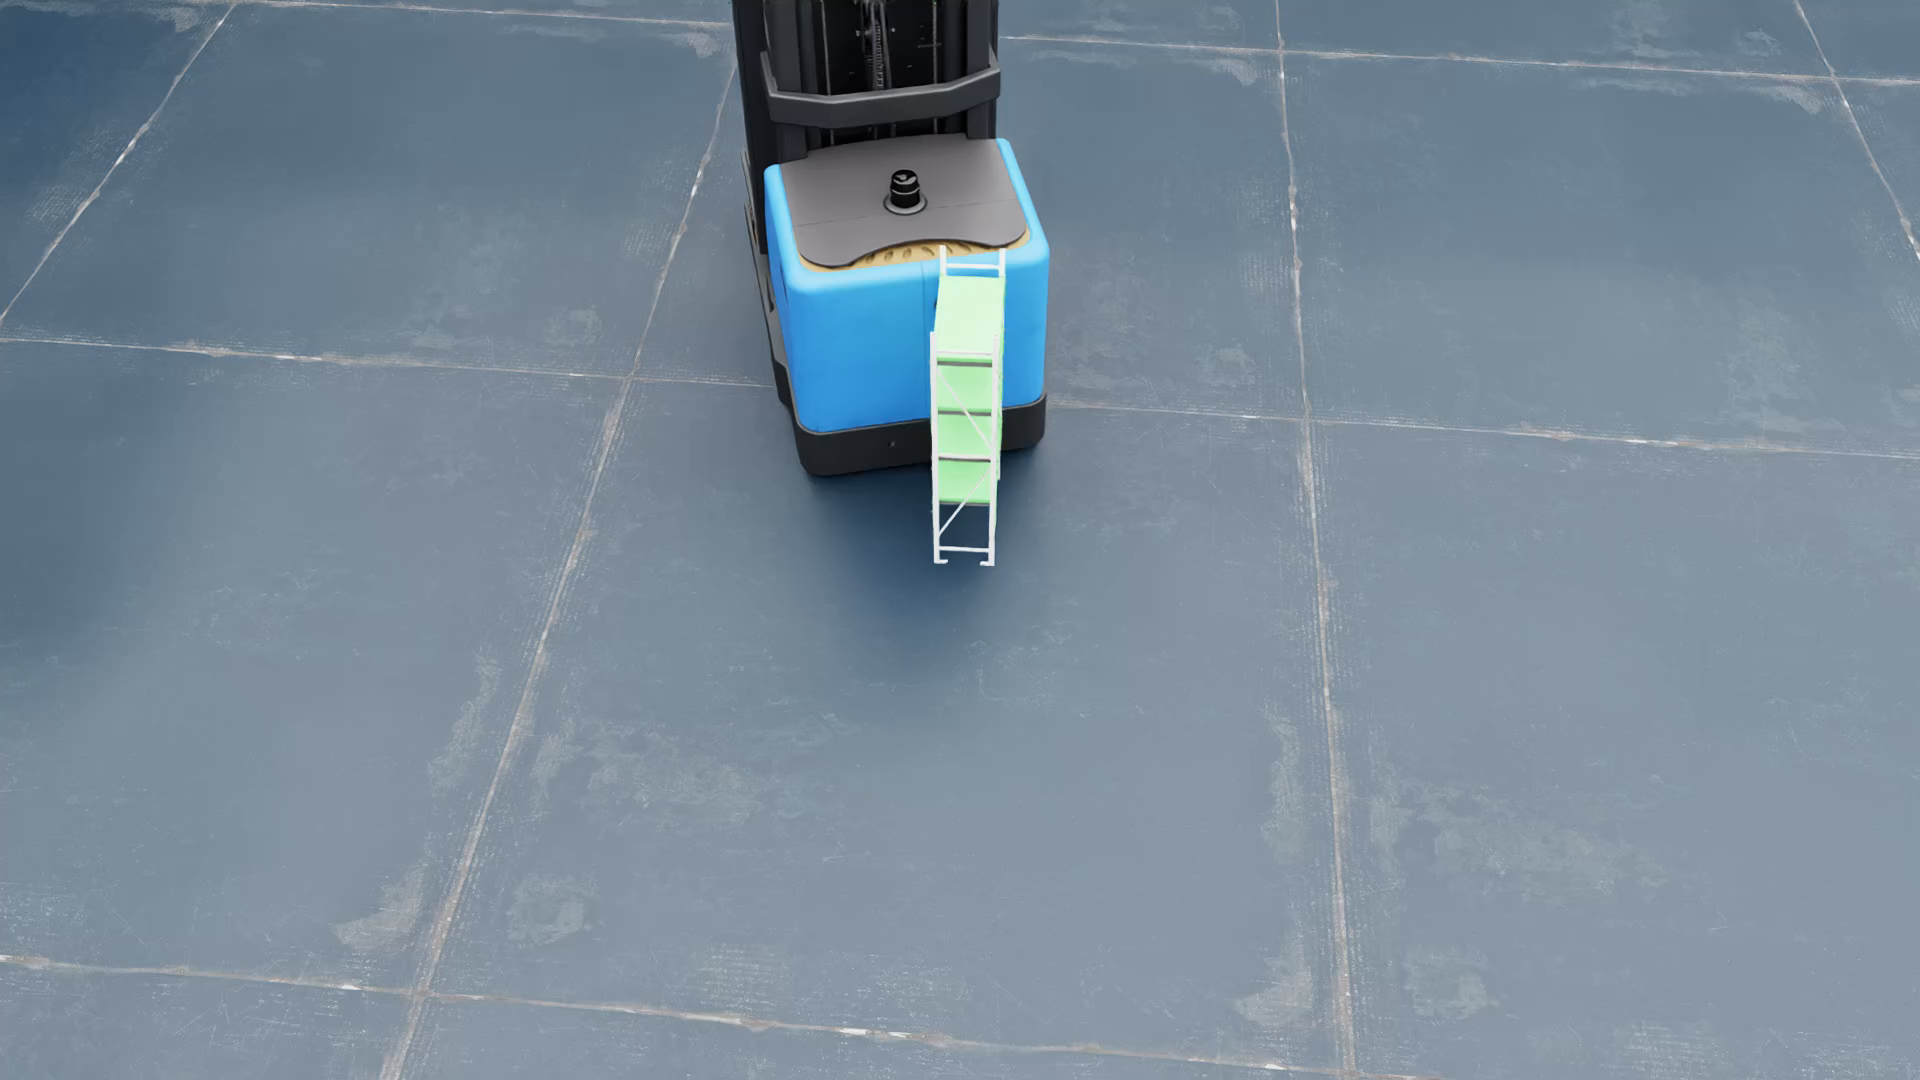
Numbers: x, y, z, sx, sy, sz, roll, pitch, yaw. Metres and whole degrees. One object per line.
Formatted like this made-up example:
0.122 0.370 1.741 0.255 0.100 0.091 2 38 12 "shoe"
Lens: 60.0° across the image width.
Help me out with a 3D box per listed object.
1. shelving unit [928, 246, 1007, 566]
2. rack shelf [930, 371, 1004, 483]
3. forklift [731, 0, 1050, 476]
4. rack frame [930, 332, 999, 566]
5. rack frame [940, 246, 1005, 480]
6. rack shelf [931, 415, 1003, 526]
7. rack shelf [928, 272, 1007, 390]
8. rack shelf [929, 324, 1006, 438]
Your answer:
0.032 -0.491 6.412 0.258 1.200 0.503 3 48 2 "shelving unit"
0.032 -0.448 6.459 0.258 0.148 0.480 3 48 2 "rack shelf"
-0.433 -2.365 6.953 1.130 2.935 3.031 -8 48 -8 "forklift"
0.016 -0.311 6.248 0.240 1.200 0.015 3 48 2 "rack frame"
0.047 -0.671 6.576 0.240 1.200 0.015 3 48 2 "rack frame"
0.032 -0.286 6.636 0.258 0.148 0.480 3 48 2 "rack shelf"
0.032 -0.772 6.105 0.258 0.148 0.480 3 48 2 "rack shelf"
0.032 -0.610 6.282 0.258 0.148 0.480 3 48 2 "rack shelf"
